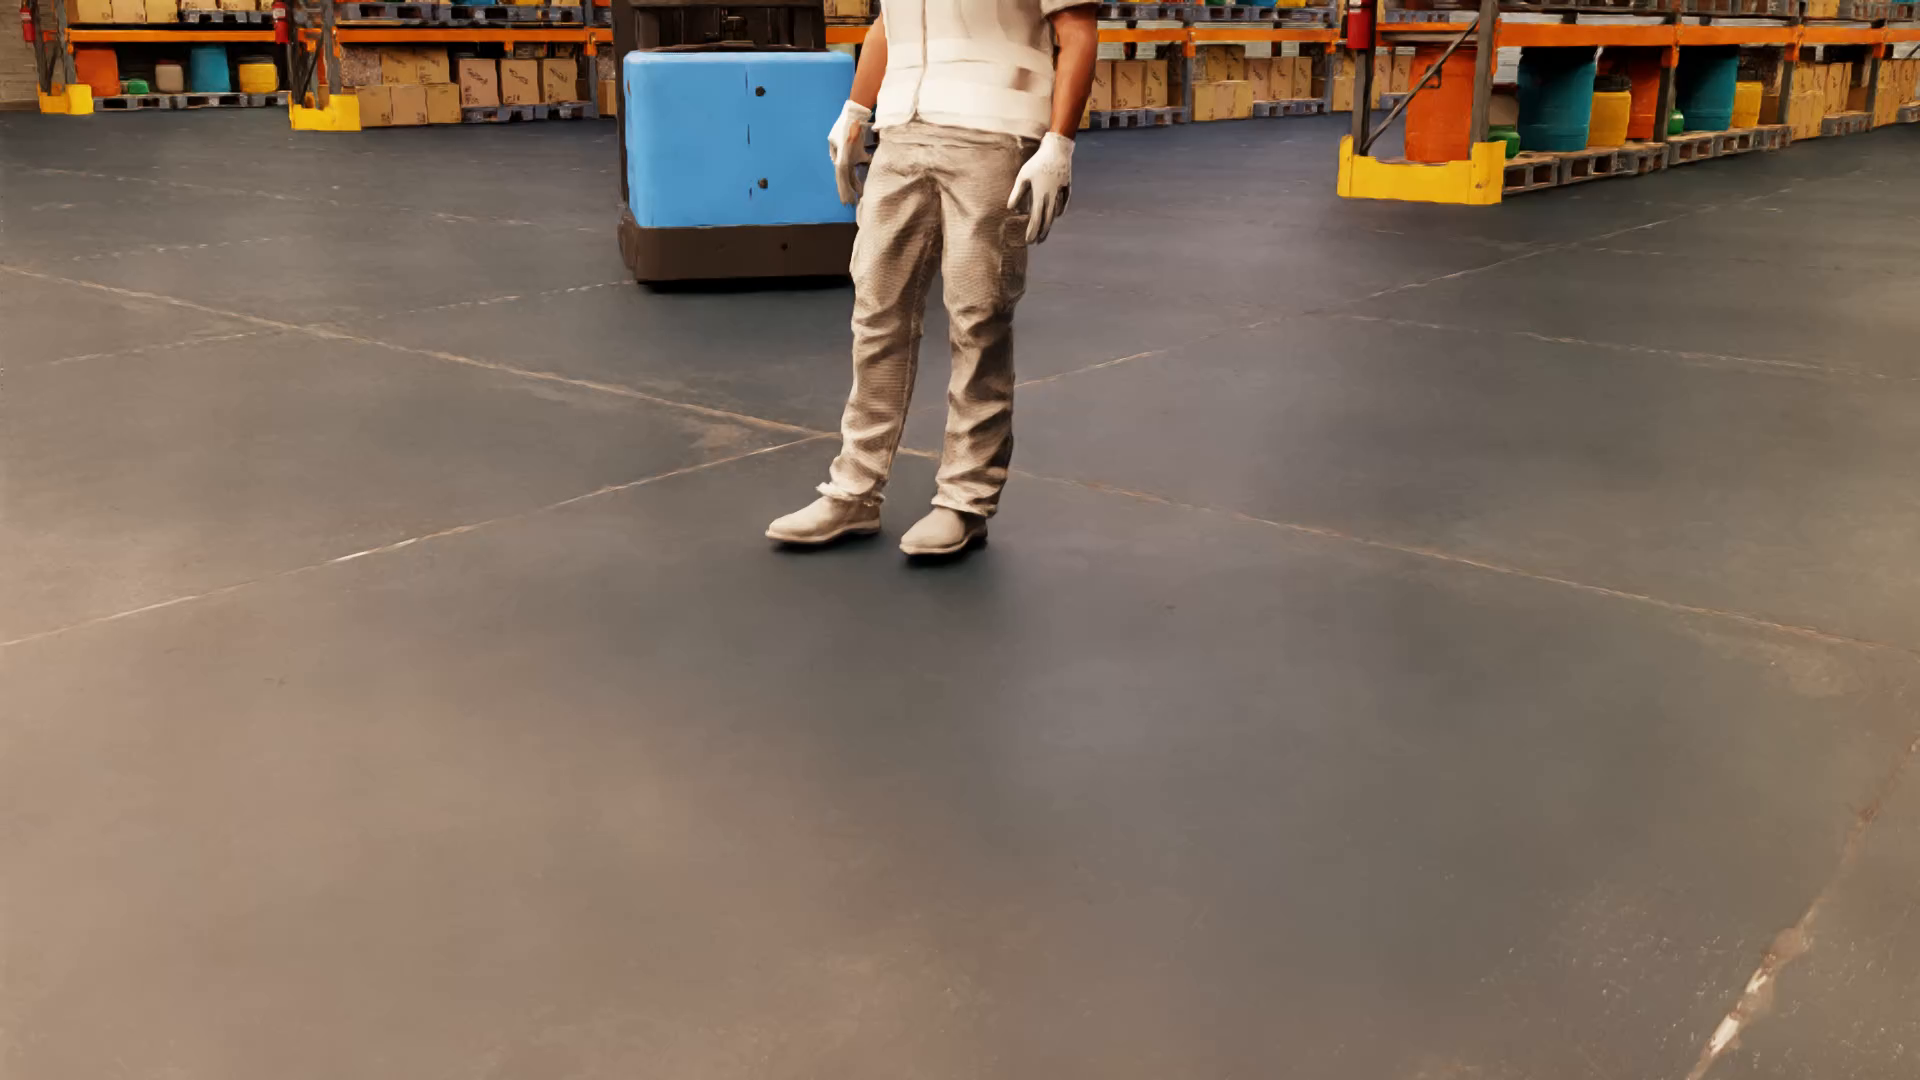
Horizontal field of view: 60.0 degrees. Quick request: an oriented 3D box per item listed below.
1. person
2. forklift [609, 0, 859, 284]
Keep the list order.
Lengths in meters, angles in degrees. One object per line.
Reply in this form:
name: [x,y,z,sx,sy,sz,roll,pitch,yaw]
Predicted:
person: [-0.052,-0.845,3.633,0.655,1.782,0.576,13,21,37]
forklift: [-1.297,-2.982,8.717,1.130,2.935,3.031,-4,17,-13]
